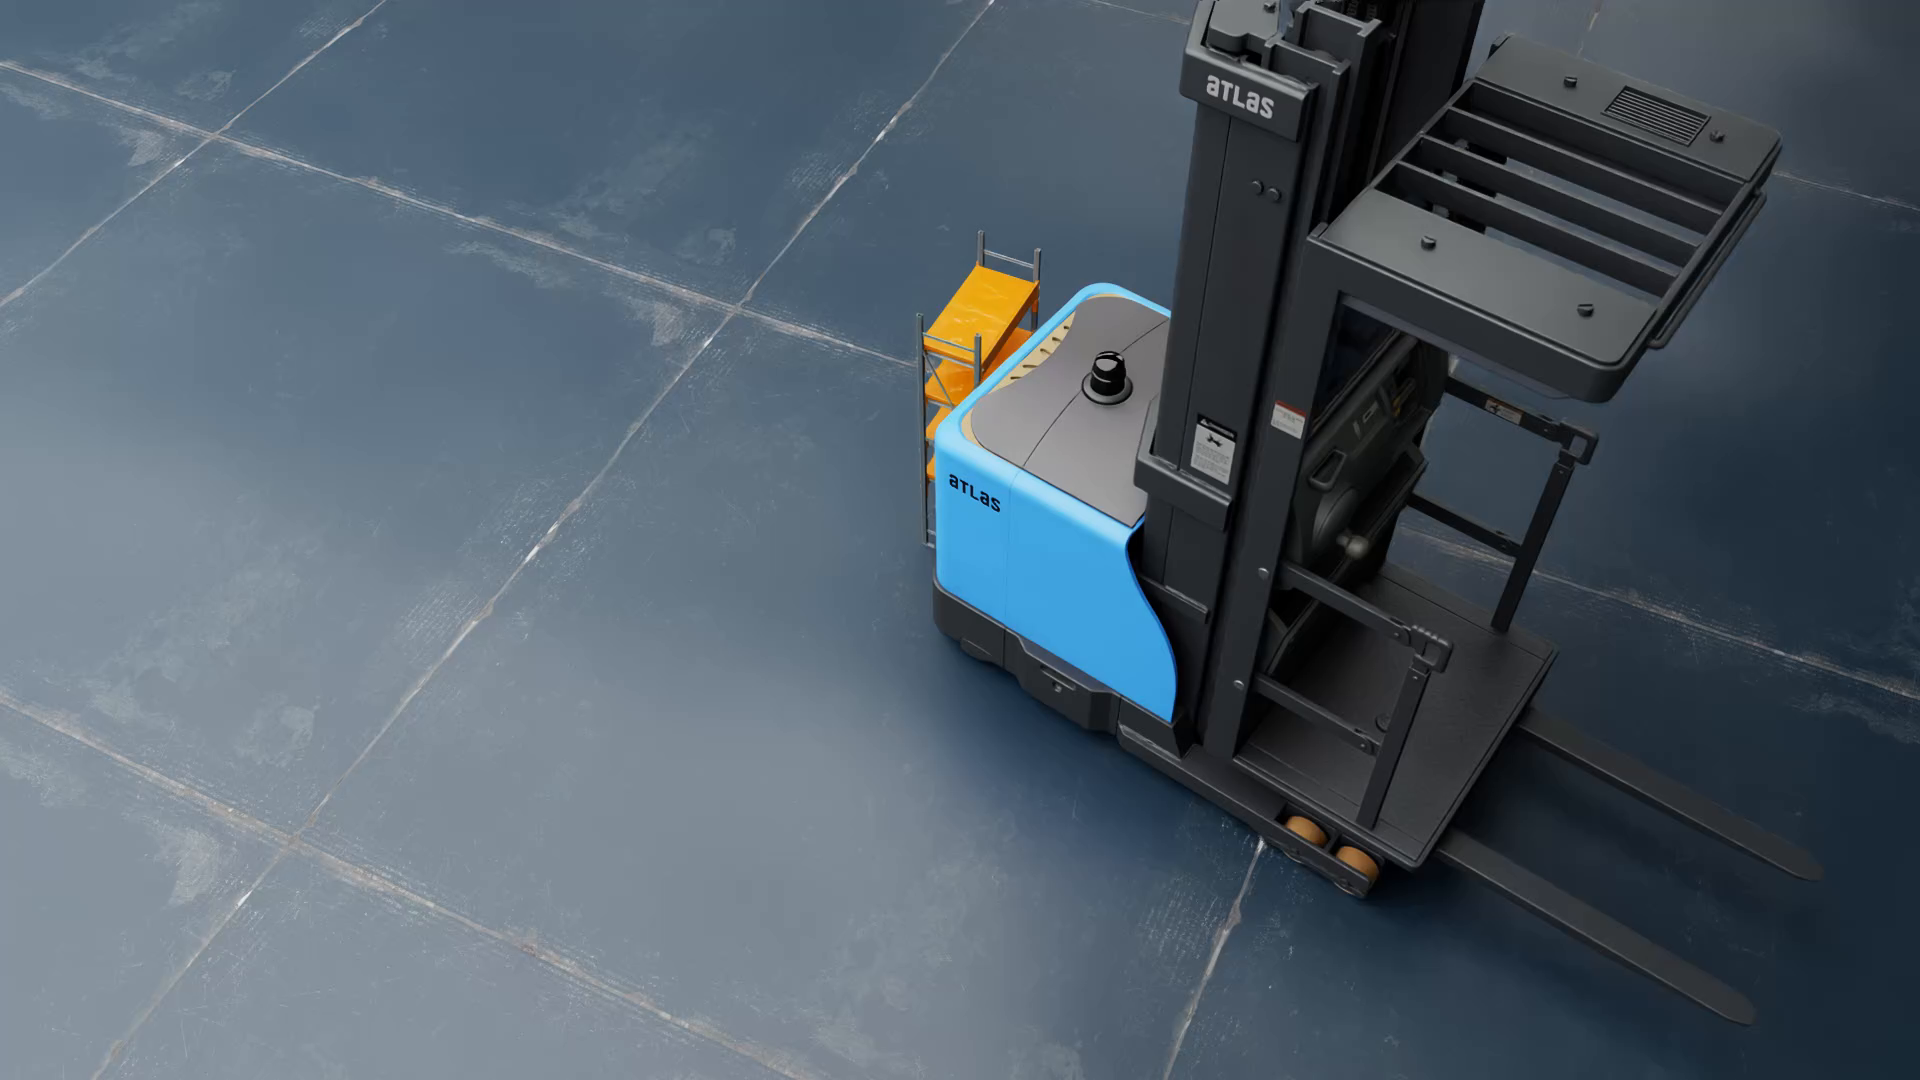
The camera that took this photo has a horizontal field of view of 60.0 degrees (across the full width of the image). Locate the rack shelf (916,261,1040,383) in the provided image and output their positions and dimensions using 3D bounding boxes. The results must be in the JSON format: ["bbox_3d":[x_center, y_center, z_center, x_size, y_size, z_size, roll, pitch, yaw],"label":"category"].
[{"bbox_3d":[0.069,-0.759,5.907,0.258,0.148,0.480,20,53,17],"label":"rack shelf"}]

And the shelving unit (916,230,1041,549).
[{"bbox_3d":[0.069,-0.504,6.206,0.258,1.200,0.503,20,53,17],"label":"shelving unit"}]

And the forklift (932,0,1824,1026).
[{"bbox_3d":[1.383,-0.232,4.838,3.031,2.935,1.130,30,56,23],"label":"forklift"}]

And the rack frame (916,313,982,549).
[{"bbox_3d":[-0.038,-0.337,6.064,0.240,1.200,0.015,20,53,17],"label":"rack frame"}]

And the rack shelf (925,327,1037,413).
[{"bbox_3d":[0.069,-0.605,6.087,0.258,0.148,0.480,20,53,17],"label":"rack shelf"}]

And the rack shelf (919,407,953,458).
[{"bbox_3d":[0.069,-0.460,6.257,0.258,0.148,0.480,20,53,17],"label":"rack shelf"}]

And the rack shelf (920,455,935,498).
[{"bbox_3d":[0.069,-0.332,6.409,0.258,0.148,0.480,20,53,17],"label":"rack shelf"}]

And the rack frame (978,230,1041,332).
[{"bbox_3d":[0.176,-0.671,6.348,0.240,1.200,0.015,20,53,17],"label":"rack frame"}]
